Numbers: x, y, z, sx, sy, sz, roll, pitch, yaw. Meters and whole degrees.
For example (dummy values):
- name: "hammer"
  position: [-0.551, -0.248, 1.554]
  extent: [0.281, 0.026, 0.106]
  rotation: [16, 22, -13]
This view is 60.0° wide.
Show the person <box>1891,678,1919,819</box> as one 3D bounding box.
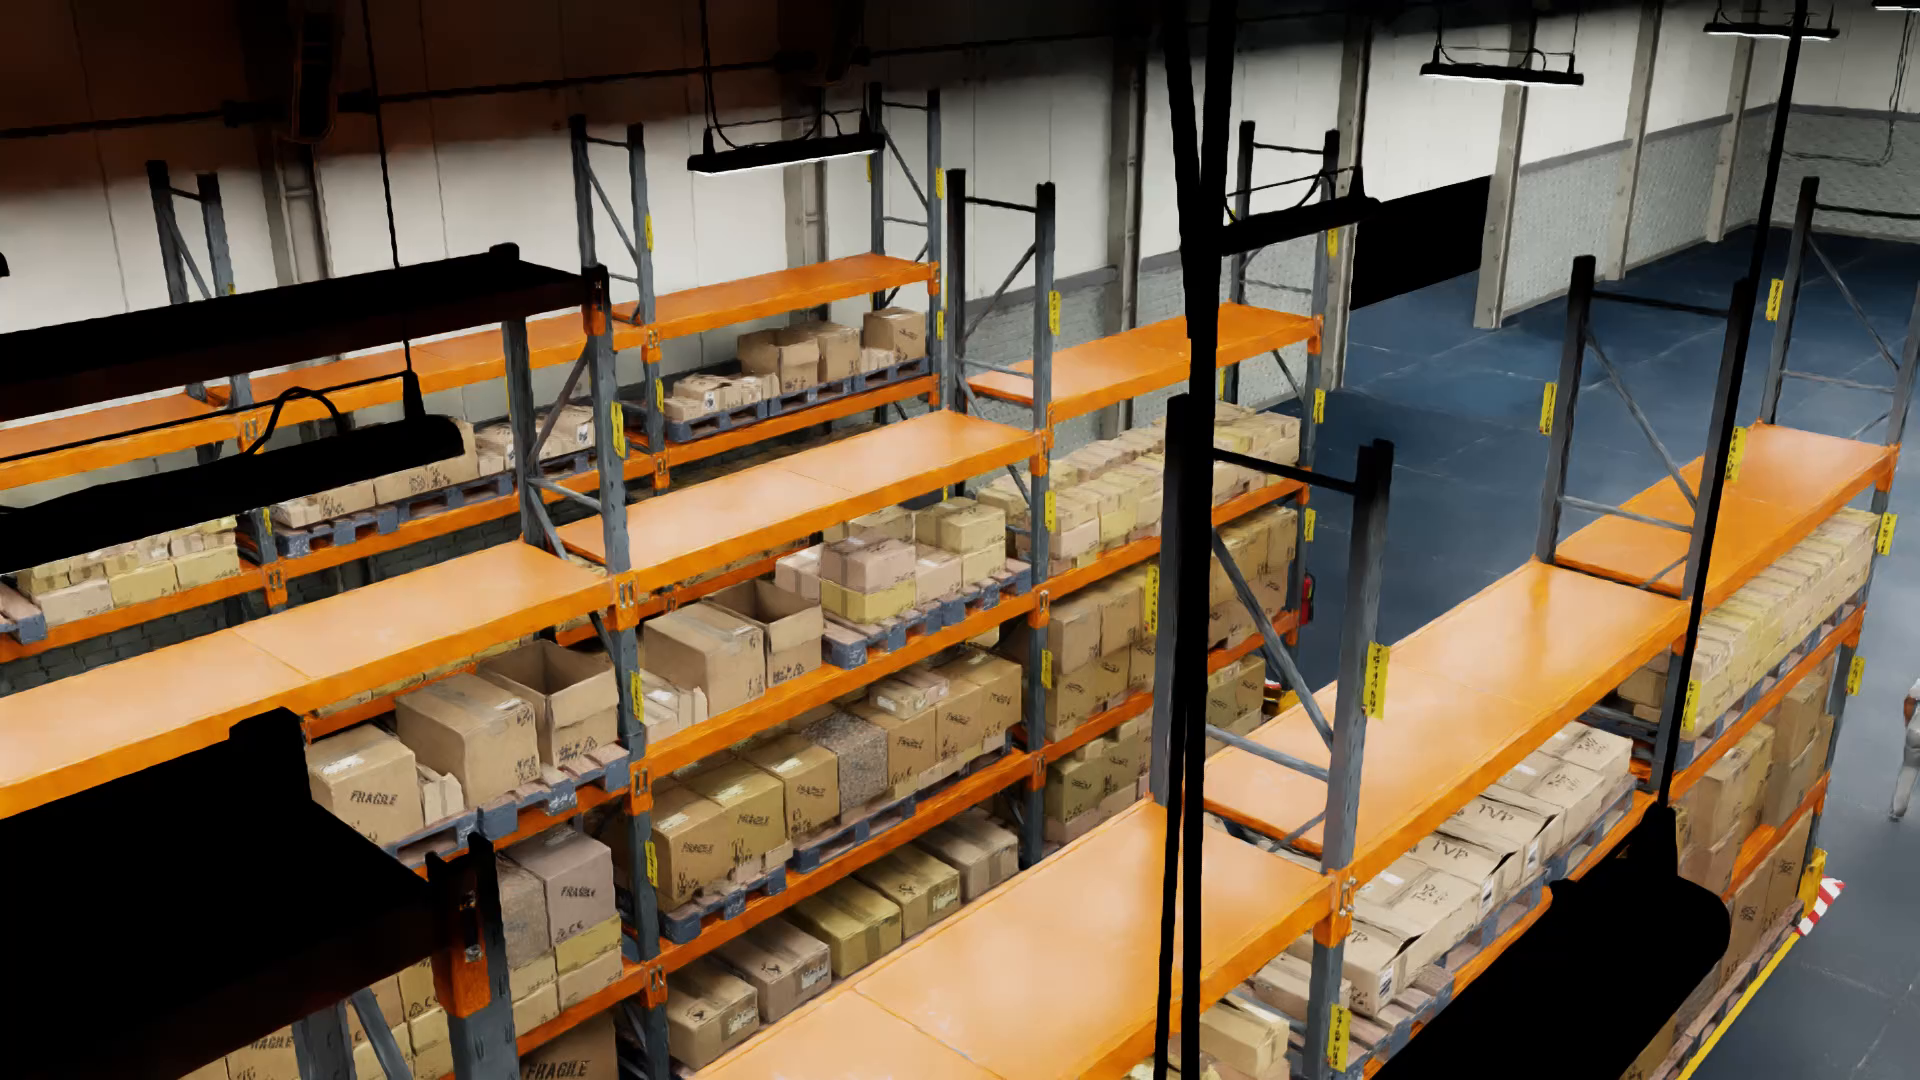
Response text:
- name: "person"
  position: [8.942, 1.787, 15.215]
  extent: [0.610, 1.611, 0.582]
  rotation: [18, 27, 38]
